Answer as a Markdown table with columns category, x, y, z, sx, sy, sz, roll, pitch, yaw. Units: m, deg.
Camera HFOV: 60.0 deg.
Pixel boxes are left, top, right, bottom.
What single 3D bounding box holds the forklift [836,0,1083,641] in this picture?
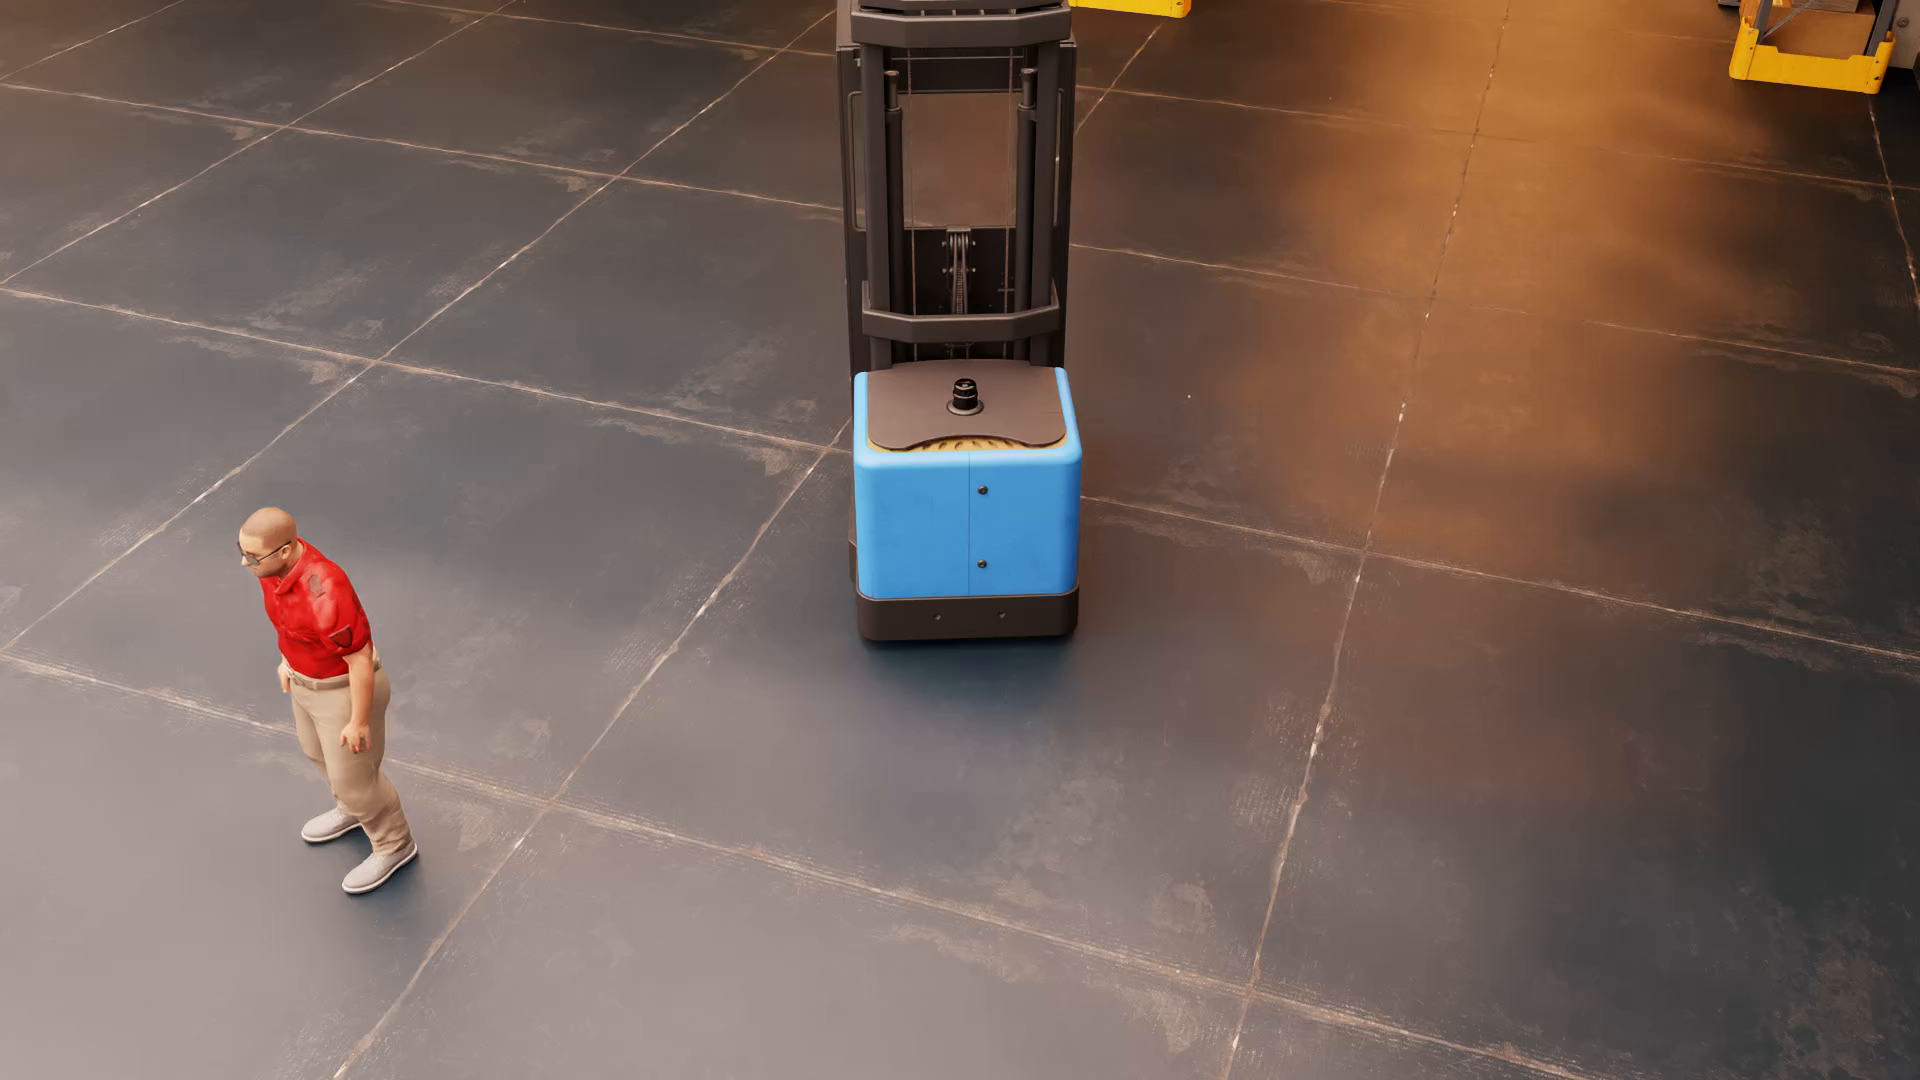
| category | x | y | z | sx | sy | sz | roll | pitch | yaw |
| --- | --- | --- | --- | --- | --- | --- | --- | --- | --- |
| forklift | -0.029 | -1.547 | 8.293 | 1.130 | 2.935 | 3.031 | -2 | 35 | -2 |

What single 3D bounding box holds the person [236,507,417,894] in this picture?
| category | x | y | z | sx | sy | sz | roll | pitch | yaw |
| --- | --- | --- | --- | --- | --- | --- | --- | --- | --- |
| person | -2.411 | 0.573 | 6.342 | 0.395 | 1.727 | 0.607 | -29 | 45 | -35 |
